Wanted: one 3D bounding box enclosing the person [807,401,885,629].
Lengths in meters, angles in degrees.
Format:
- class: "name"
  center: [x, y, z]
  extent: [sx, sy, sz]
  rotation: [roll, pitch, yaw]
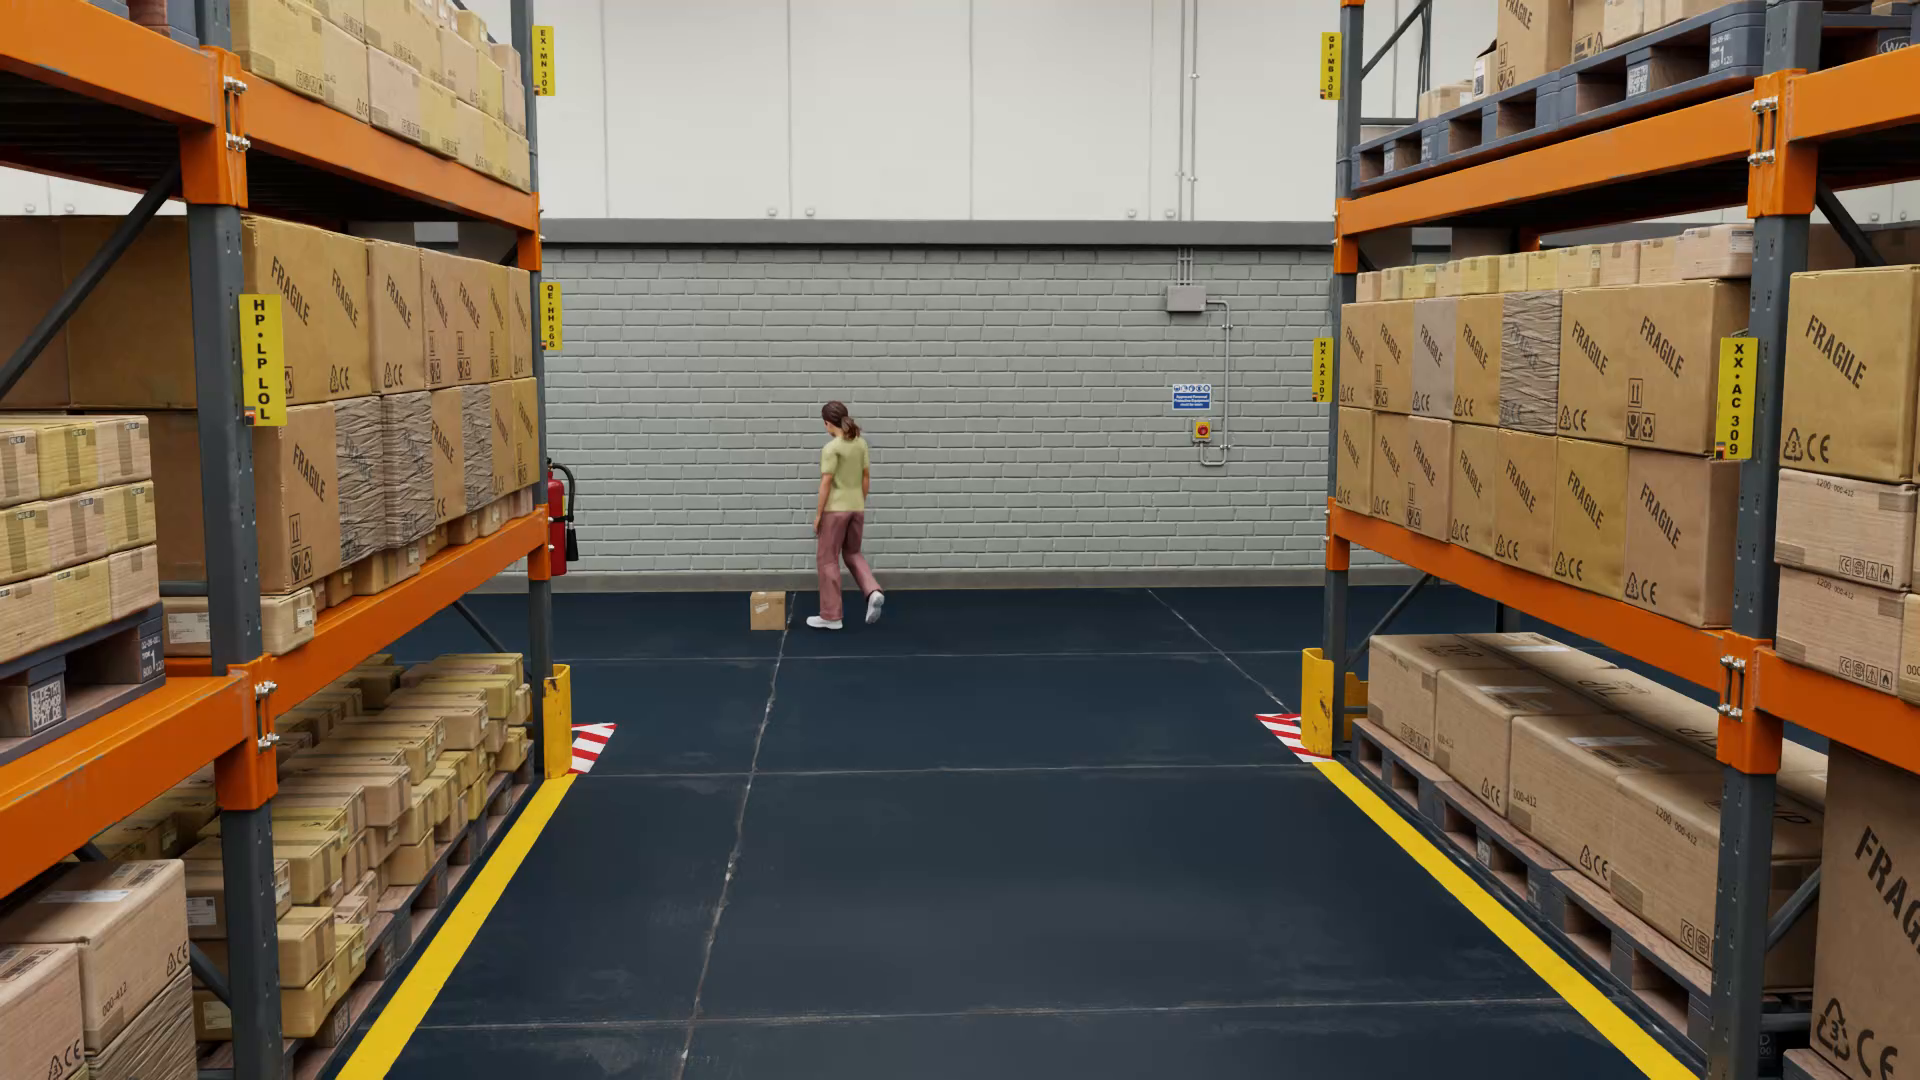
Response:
- class: "person"
  center: [-0.838, -0.184, 12.117]
  extent: [0.562, 1.665, 0.504]
  rotation: [6, 9, 42]
